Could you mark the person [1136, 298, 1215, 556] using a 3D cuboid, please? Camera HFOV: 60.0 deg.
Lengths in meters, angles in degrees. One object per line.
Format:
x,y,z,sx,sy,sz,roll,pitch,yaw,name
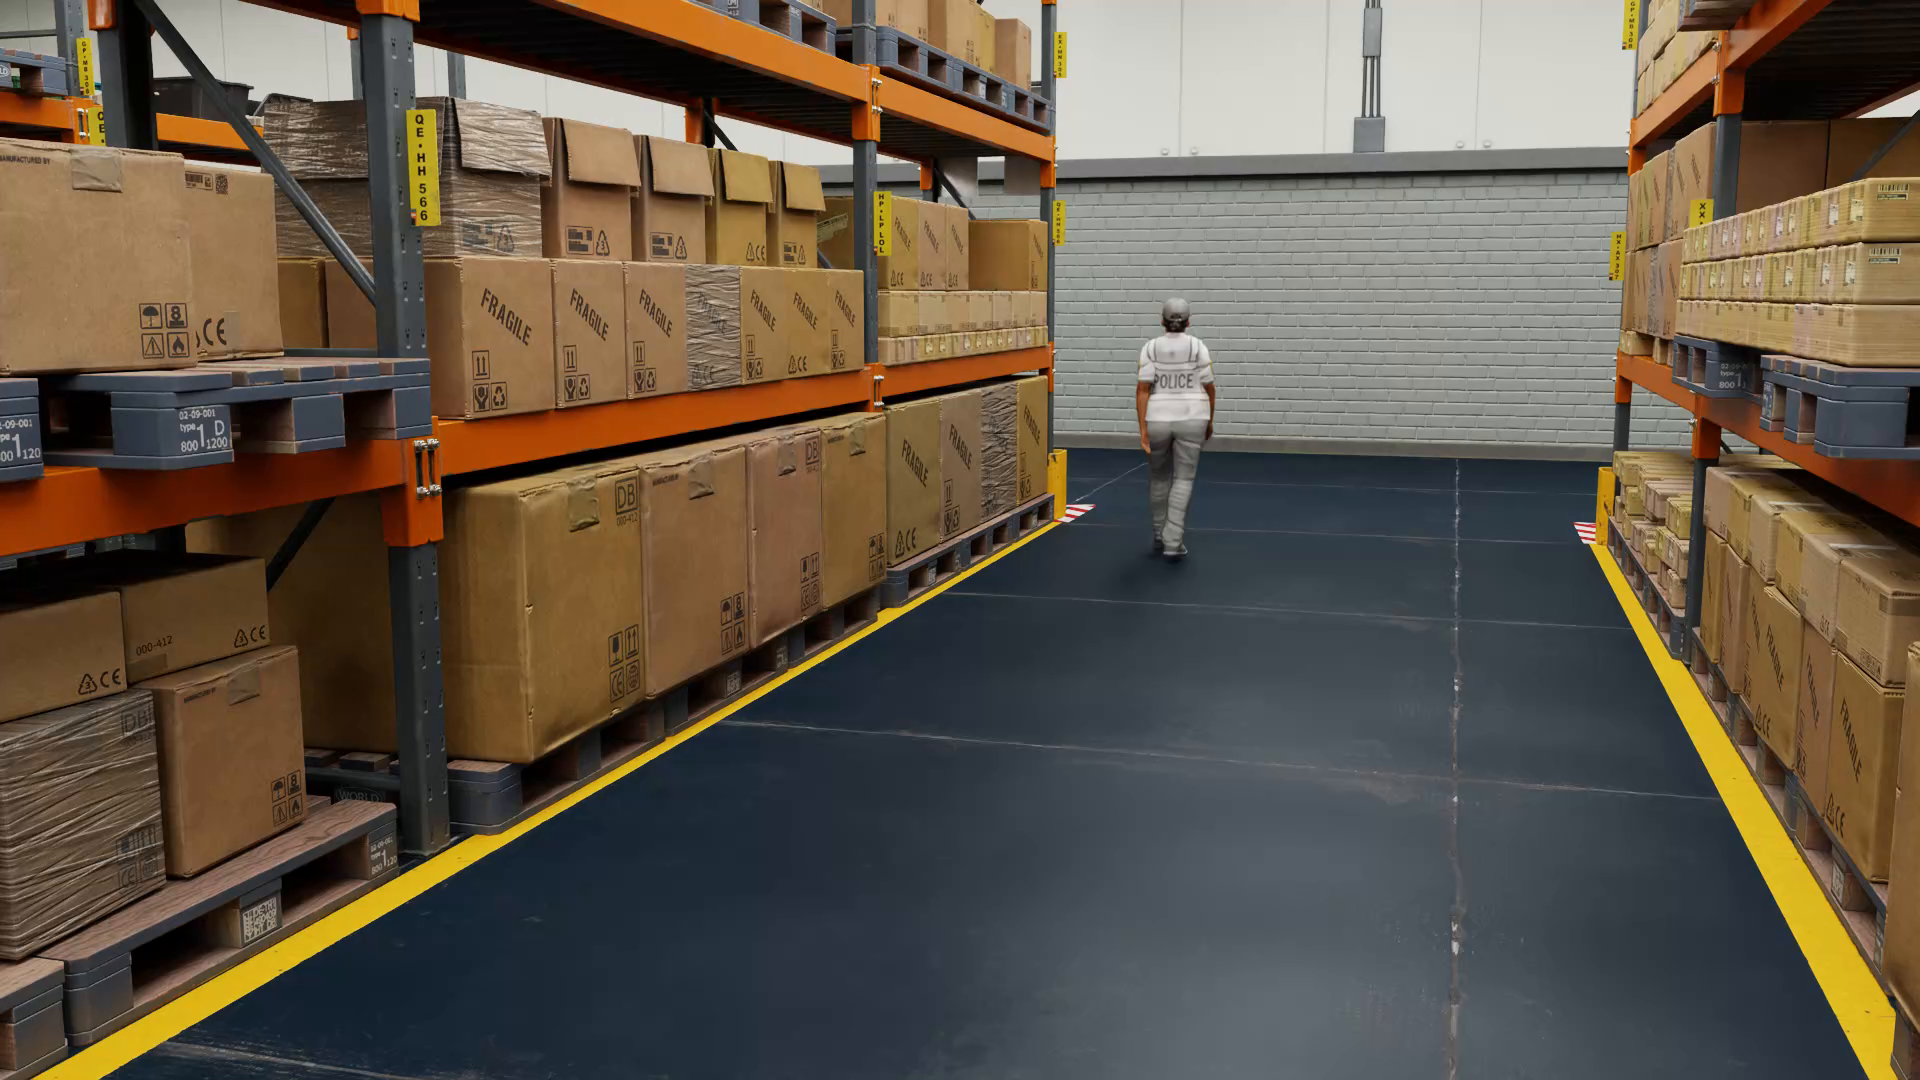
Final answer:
1.406,-0.721,10.714,0.474,1.664,0.837,3,9,19,person
